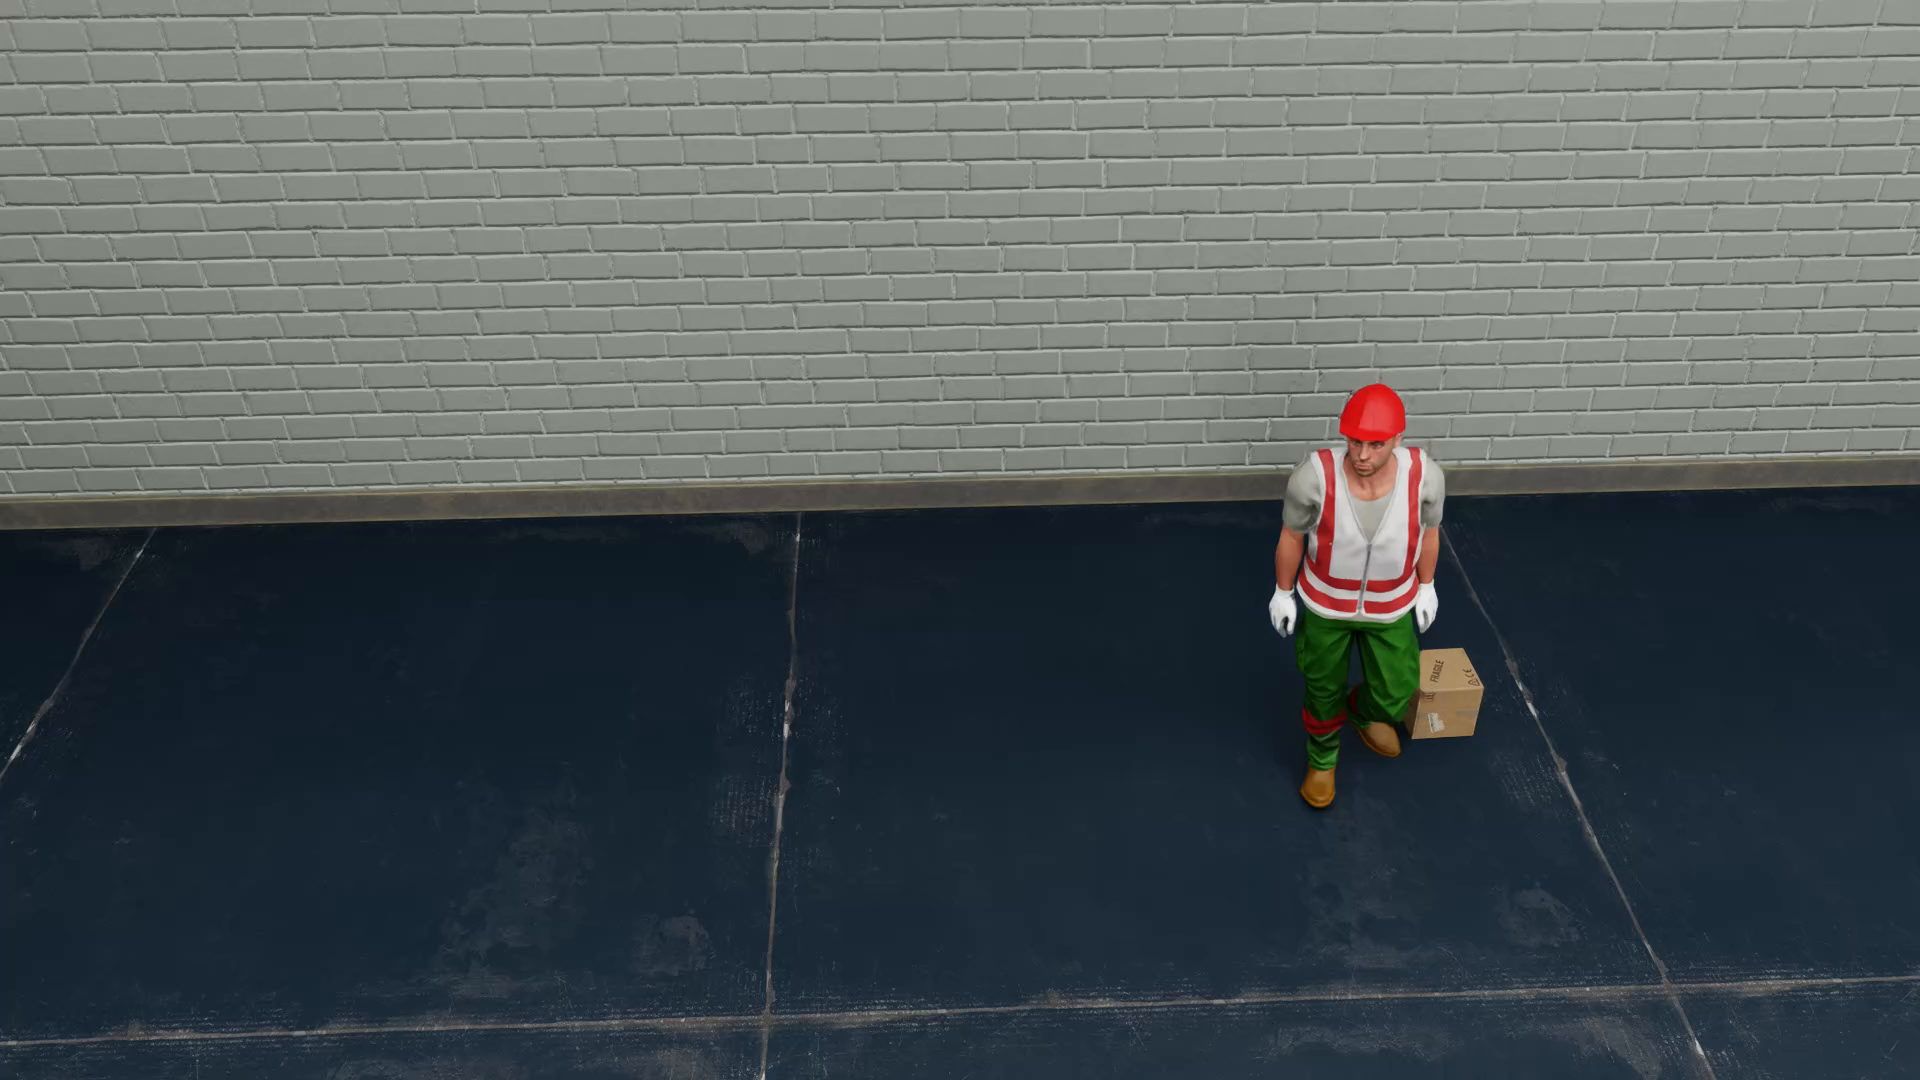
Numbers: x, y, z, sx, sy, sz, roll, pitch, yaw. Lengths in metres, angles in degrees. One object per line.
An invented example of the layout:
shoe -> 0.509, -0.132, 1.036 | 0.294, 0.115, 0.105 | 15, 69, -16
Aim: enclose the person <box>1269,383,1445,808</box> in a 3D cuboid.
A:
person -> 1.387, 0.192, 5.840 | 0.588, 1.782, 0.548 | 4, 35, 6
